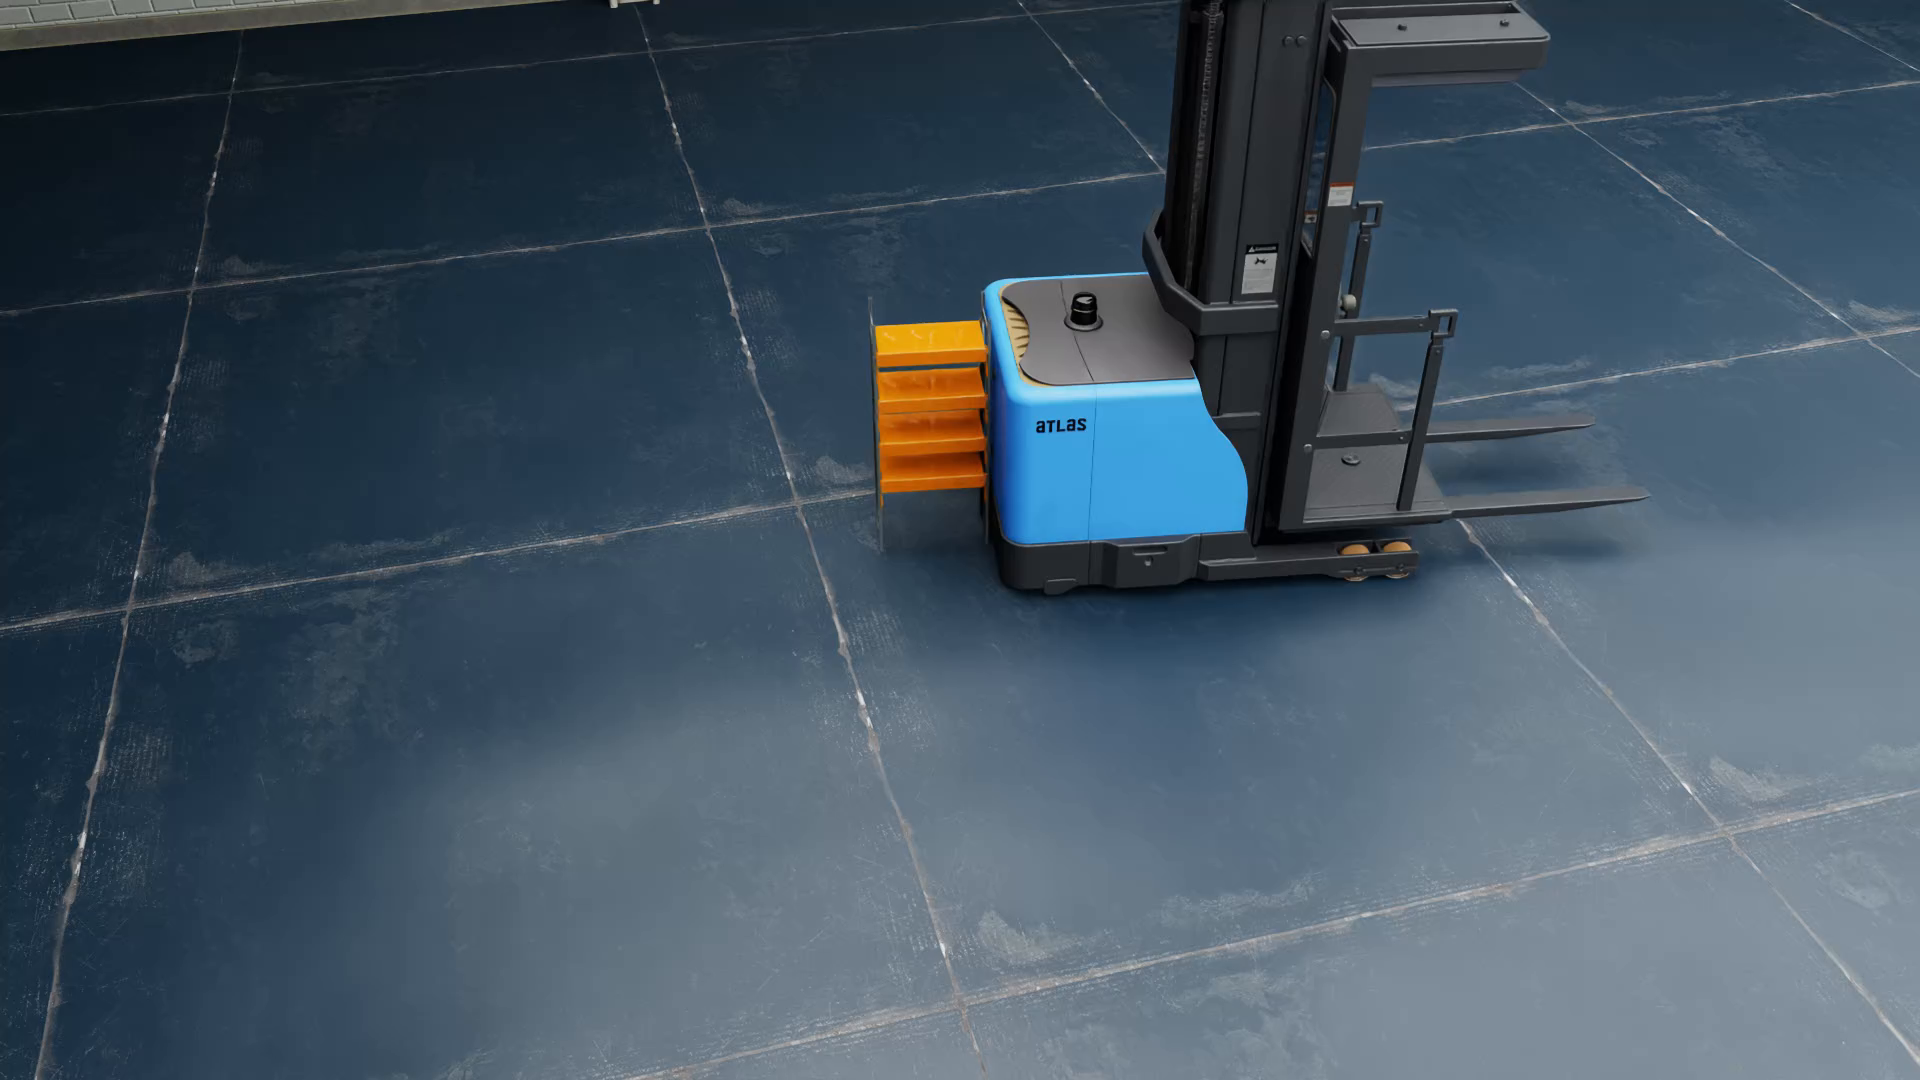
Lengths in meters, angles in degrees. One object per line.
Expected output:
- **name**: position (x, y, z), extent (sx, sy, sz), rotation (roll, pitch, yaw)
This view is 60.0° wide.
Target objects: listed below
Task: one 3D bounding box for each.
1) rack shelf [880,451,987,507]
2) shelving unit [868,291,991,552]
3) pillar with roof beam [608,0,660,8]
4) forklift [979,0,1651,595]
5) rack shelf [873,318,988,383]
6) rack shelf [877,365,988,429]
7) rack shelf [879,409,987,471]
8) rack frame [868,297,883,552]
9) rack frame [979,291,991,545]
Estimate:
- **rack shelf**: position (-0.131, -0.297, 7.589), extent (0.480, 0.148, 0.258), rotation (-4, 38, -5)
- **shelving unit**: position (-0.131, -0.509, 7.427), extent (0.503, 1.200, 0.258), rotation (-4, 38, -5)
- **pillar with roof beam**: position (-1.527, -5.434, 7.448), extent (0.400, 9.000, 9.100), rotation (-9, 38, -12)
- **forklift**: position (1.642, -1.296, 7.031), extent (3.031, 2.935, 1.130), rotation (-4, 38, -5)
- **rack shelf**: position (-0.131, -0.821, 7.189), extent (0.480, 0.148, 0.258), rotation (-4, 38, -5)
- **rack shelf**: position (-0.131, -0.633, 7.332), extent (0.480, 0.148, 0.258), rotation (-4, 38, -5)
- **rack shelf**: position (-0.131, -0.455, 7.468), extent (0.480, 0.148, 0.258), rotation (-4, 38, -5)
- **rack frame**: position (-0.374, -0.493, 7.407), extent (0.015, 1.200, 0.240), rotation (-4, 38, -5)
- **rack frame**: position (0.112, -0.524, 7.448), extent (0.015, 1.200, 0.240), rotation (-4, 38, -5)
